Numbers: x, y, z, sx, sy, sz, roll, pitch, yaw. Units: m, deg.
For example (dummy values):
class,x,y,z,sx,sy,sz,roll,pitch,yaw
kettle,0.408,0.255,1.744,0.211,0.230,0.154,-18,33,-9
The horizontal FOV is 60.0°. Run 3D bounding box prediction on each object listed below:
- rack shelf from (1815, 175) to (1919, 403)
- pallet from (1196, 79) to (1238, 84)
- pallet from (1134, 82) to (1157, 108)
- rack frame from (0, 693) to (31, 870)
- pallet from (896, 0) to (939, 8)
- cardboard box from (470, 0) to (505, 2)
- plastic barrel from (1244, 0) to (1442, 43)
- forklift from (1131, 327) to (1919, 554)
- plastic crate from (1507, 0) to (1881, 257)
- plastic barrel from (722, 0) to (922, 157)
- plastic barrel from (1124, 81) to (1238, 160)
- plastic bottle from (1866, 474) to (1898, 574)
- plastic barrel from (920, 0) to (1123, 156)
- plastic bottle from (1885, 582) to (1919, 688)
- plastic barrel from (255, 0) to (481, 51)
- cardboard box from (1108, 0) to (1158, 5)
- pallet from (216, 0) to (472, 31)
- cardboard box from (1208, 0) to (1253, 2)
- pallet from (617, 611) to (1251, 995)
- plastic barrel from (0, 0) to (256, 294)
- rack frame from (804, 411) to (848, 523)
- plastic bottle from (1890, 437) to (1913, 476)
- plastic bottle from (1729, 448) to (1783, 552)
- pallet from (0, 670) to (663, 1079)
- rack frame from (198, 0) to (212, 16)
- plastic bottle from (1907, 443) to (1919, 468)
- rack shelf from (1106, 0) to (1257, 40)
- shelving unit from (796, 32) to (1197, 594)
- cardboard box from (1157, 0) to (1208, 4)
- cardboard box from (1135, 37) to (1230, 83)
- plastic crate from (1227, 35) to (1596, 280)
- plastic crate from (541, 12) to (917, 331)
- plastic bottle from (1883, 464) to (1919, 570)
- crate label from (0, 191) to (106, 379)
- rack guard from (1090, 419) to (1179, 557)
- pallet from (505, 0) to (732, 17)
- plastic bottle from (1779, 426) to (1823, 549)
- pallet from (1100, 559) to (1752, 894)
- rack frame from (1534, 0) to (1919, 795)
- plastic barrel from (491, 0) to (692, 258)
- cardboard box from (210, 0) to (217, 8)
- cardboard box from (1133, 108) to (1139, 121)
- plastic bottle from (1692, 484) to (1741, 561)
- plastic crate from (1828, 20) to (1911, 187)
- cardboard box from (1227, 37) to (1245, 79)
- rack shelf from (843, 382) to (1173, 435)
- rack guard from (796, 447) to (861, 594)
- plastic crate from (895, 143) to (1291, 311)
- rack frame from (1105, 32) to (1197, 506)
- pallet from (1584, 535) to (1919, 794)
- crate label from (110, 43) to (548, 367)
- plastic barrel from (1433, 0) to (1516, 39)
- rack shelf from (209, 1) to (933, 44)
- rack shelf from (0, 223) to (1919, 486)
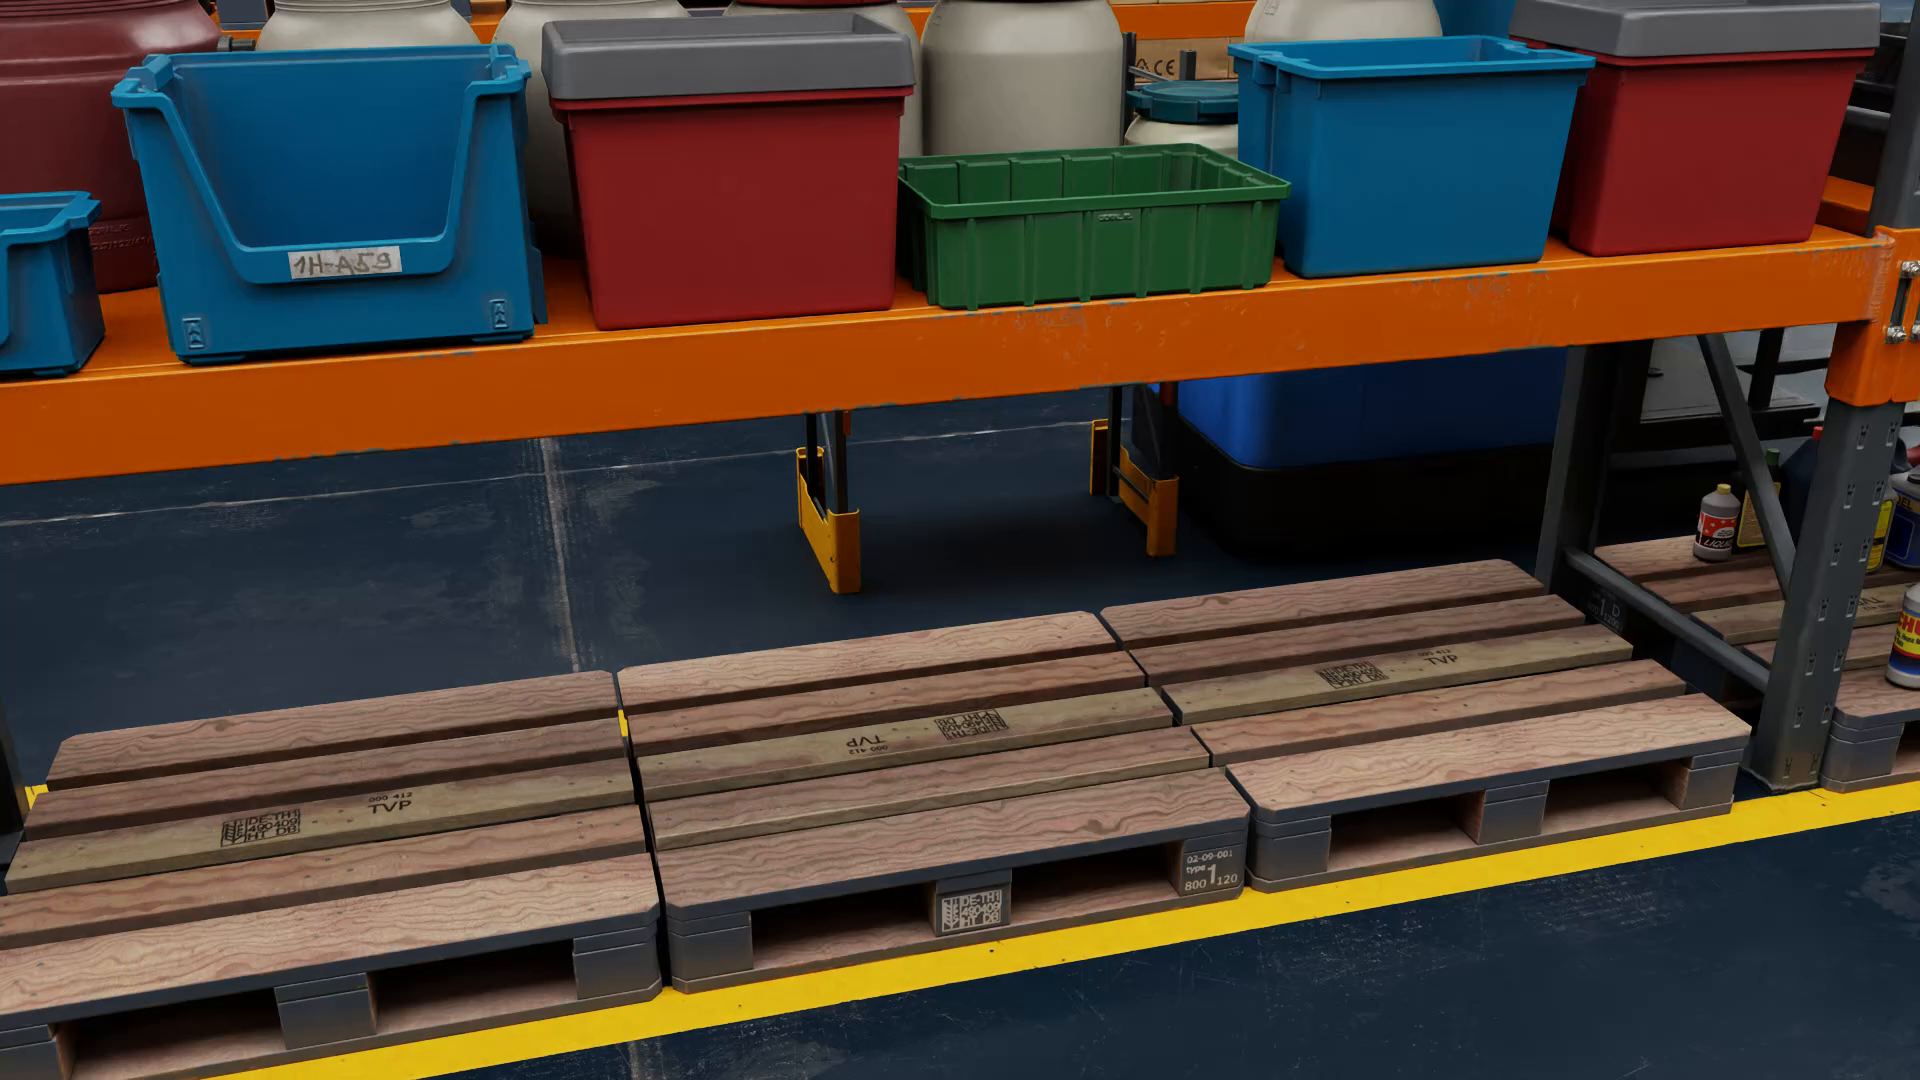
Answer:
class,x,y,z,sx,sy,sz,roll,pitch,yaw
rack shelf,3.740,-0.864,4.371,4.000,0.370,1.077,-6,24,-14
pallet,2.337,-3.785,13.804,1.213,0.211,1.003,-6,24,-14
pallet,1.164,-3.657,13.505,1.213,0.211,1.003,-6,24,-14
rack frame,-2.037,-0.555,2.740,0.127,3.000,1.000,-6,24,-14
pallet,-0.298,-2.747,8.092,1.213,0.211,1.003,-6,24,-14
cardboard box,-3.166,-3.614,12.189,0.750,0.750,1.050,-6,24,-14
plastic barrel,0.834,-1.025,3.663,0.433,0.535,0.433,0,23,0
forklift,2.179,-1.606,5.277,3.031,2.935,1.130,-6,24,-13
plastic crate,1.431,-0.843,3.330,0.583,0.464,0.402,-6,24,-14
plastic barrel,-0.289,-0.901,3.373,0.433,0.535,0.433,0,23,0
plastic barrel,0.499,-0.835,3.568,0.301,0.262,0.301,0,23,0
plastic bottle,2.396,-0.090,4.456,0.185,0.351,0.144,-6,24,-14
plastic barrel,0.128,-0.947,3.481,0.433,0.535,0.433,0,23,0
plastic bottle,2.240,0.203,3.876,0.097,0.271,0.097,0,23,0
plastic barrel,-1.104,-0.797,3.162,0.421,0.512,0.421,0,23,0
cardboard box,0.765,-2.655,7.952,0.250,0.149,0.380,-6,24,-14
pallet,-2.717,-2.464,7.432,1.003,0.211,1.213,-6,24,-14
cardboard box,1.242,-2.714,8.089,0.250,0.149,0.380,-6,24,-14
pallet,-0.108,0.530,3.748,1.213,0.211,1.003,-6,24,-14
plastic barrel,-1.672,-0.782,3.097,0.708,0.536,0.600,-6,24,-14
rack frame,-0.407,-0.644,4.849,0.032,1.500,0.500,-6,24,-14
plastic bottle,2.542,-0.165,4.631,0.185,0.351,0.144,-8,24,-17
plastic bottle,2.189,-0.112,4.593,0.133,0.283,0.061,-5,24,-12
pallet,-1.280,0.658,3.448,1.213,0.211,1.003,-6,24,-14
rack frame,-3.375,-2.436,7.123,0.127,3.000,1.000,-6,24,-14
plastic bottle,2.687,-0.167,4.722,0.133,0.283,0.061,-5,24,-11
rack shelf,2.402,-2.744,8.754,4.000,0.370,1.077,-6,24,-14
shelving unit,0.073,-0.697,4.973,1.083,1.500,0.587,-6,24,-14
cardboard box,1.009,-2.677,8.003,0.250,0.149,0.380,-6,24,-14
cardboard box,1.604,-4.206,13.411,0.875,0.875,0.875,-7,24,-15
plastic crate,0.837,-0.738,3.187,0.575,0.384,0.392,-6,24,-14
plastic crate,-0.398,-0.641,2.858,0.583,0.464,0.402,-6,24,-14
plastic bottle,2.606,-0.077,4.521,0.135,0.276,0.152,-6,24,-14
crate label,-1.530,-0.381,2.546,0.416,0.233,0.303,-6,24,-14
rack guard,0.553,-0.176,5.343,0.087,0.250,0.587,-6,24,-14
pallet,-1.480,-2.574,7.688,1.213,0.211,1.003,-6,24,-14
plastic bottle,2.357,-0.144,4.584,0.185,0.351,0.144,-7,24,-16
pallet,1.069,0.398,4.054,1.213,0.211,1.003,-6,24,-14
rack frame,1.815,-0.981,3.733,0.127,3.000,1.000,-6,24,-14
plastic barrel,-0.698,-0.842,3.267,0.421,0.512,0.421,0,23,0
cardboard box,-5.205,-3.546,11.397,0.500,0.250,0.500,-7,24,-16
cardboard box,0.873,-1.933,8.590,0.500,0.500,0.500,-7,24,-16
plastic bottle,2.080,-0.055,4.564,0.097,0.201,0.097,0,23,0
plastic crate,2.353,-0.960,3.763,0.504,0.338,0.767,-6,24,-14
cardboard box,2.450,-4.301,13.632,0.875,0.875,0.875,-6,24,-14
rack shelf,0.082,-0.533,5.046,1.000,0.185,0.538,-6,24,-14
rack guard,-0.406,-0.070,5.096,0.087,0.250,0.587,-6,24,-14
plastic crate,0.214,-0.591,3.093,0.662,0.188,0.450,-6,24,-14
rack frame,0.572,-0.752,5.102,0.032,1.500,0.500,-6,24,-14
pallet,2.473,0.244,4.413,1.213,0.211,1.003,-6,24,-14
crate label,-1.007,-0.575,2.740,0.616,0.435,0.502,-6,24,-14
plastic barrel,1.361,-1.286,3.806,0.708,0.901,0.600,-6,24,-14
rack shelf,-1.449,-2.318,7.761,4.000,0.370,1.077,-6,24,-14
rack shelf,-0.111,-0.438,3.378,4.000,0.370,1.077,-6,24,-14
